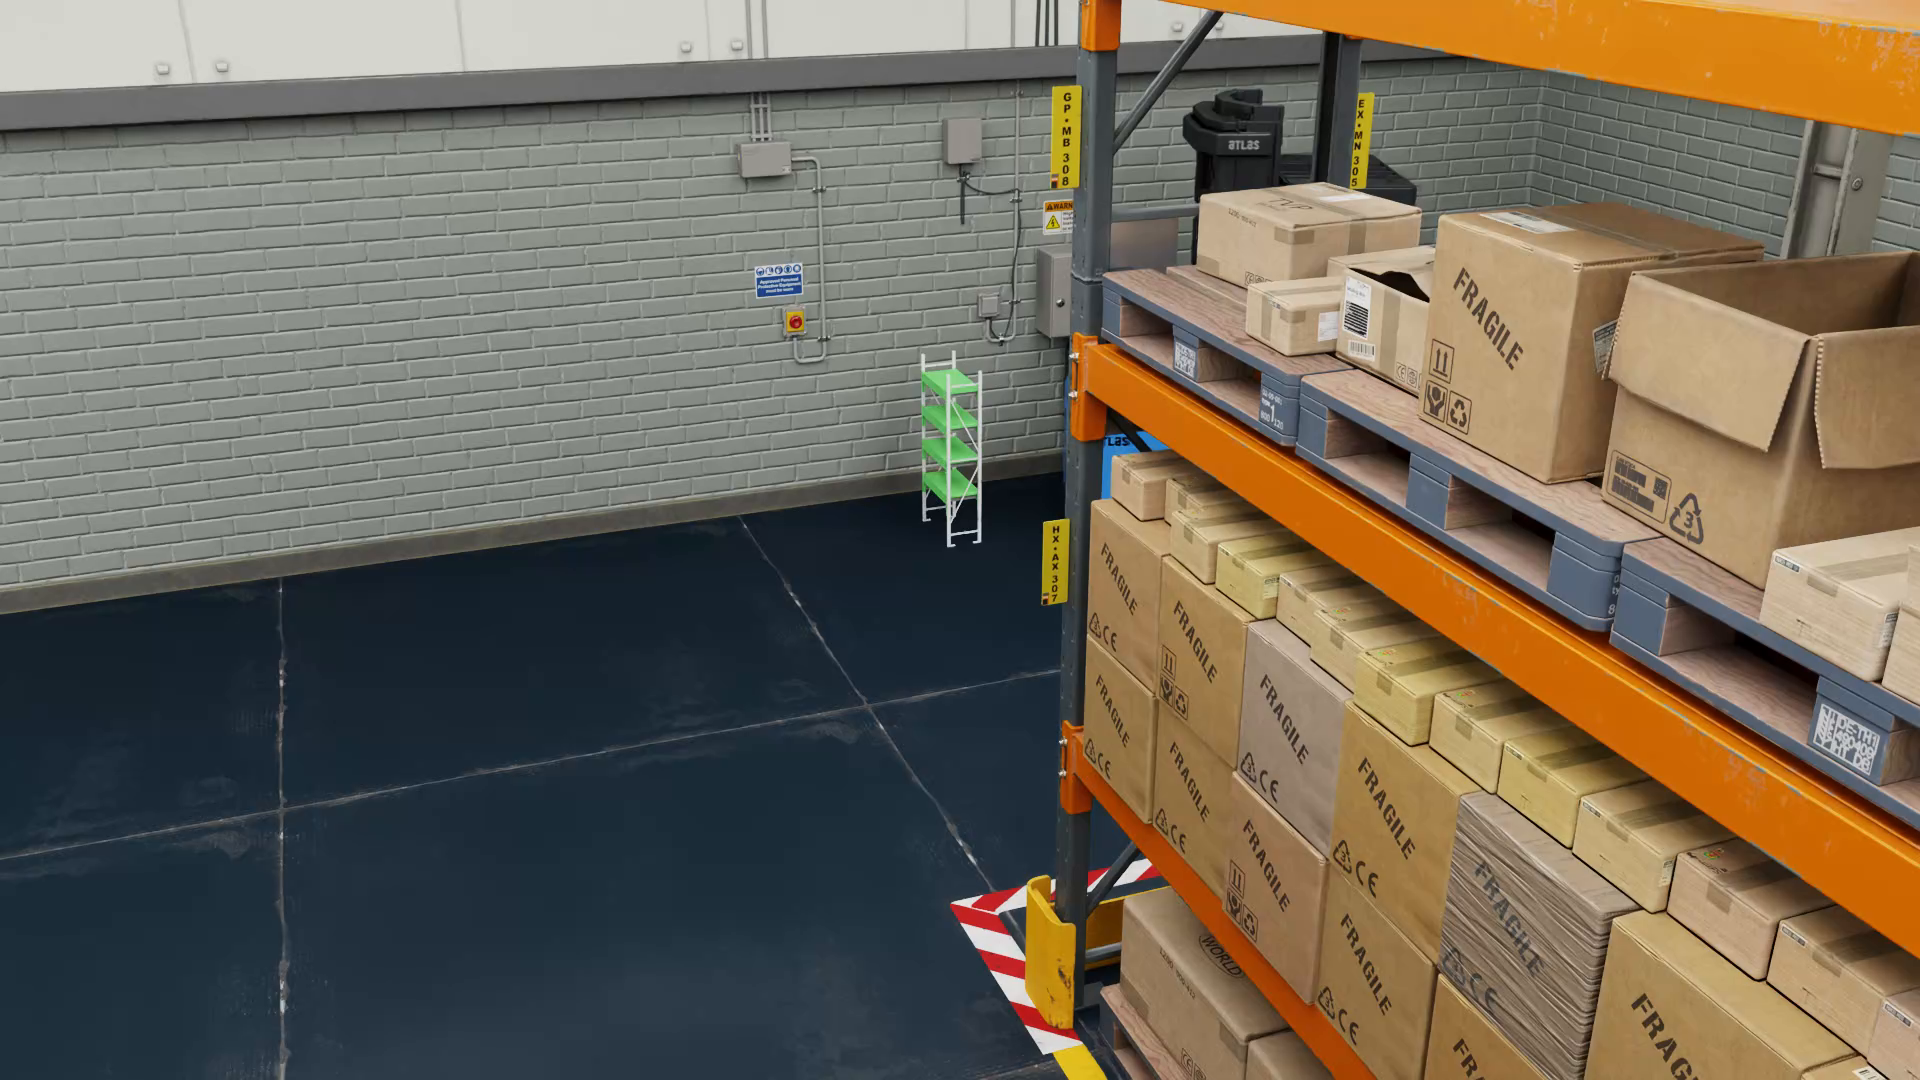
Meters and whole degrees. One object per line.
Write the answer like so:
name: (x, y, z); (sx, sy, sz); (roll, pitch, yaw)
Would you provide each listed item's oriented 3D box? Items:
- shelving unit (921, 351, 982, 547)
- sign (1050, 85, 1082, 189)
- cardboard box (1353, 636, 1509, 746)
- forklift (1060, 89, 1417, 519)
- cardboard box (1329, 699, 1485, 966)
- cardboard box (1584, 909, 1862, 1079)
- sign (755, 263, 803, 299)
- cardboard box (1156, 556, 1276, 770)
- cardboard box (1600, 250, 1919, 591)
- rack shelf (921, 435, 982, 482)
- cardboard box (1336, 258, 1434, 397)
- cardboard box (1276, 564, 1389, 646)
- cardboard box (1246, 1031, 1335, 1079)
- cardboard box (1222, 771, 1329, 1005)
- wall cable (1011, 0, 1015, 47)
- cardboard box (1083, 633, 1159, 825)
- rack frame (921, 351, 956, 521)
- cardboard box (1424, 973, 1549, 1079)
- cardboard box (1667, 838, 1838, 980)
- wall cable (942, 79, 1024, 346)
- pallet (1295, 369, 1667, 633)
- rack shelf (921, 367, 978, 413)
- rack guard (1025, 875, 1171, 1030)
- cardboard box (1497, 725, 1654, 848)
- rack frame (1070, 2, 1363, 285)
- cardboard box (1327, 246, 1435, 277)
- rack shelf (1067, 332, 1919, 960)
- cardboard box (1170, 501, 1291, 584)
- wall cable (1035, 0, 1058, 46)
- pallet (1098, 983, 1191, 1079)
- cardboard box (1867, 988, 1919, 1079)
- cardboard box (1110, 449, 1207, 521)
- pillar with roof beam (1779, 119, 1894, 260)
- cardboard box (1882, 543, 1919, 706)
shelving unit: (-0.059, -0.613, 11.160); (0.258, 1.200, 0.503); (-8, 24, -19)
sign: (0.344, -1.305, 5.396); (0.100, 0.325, 0.005); (-8, 24, -19)
cardboard box: (1.240, 0.373, 4.253); (0.380, 0.149, 0.250); (-9, 24, -20)
forklift: (2.216, -1.324, 10.617); (3.031, 2.935, 1.130); (0, 23, -1)
cardboard box: (1.323, 0.703, 4.305); (0.500, 0.500, 0.500); (-8, 24, -19)
cardboard box: (1.681, 1.070, 3.434); (0.500, 0.500, 0.500); (-9, 24, -20)
sign: (-1.216, -1.744, 11.177); (0.327, 0.218, 0.001); (-8, 24, -19)
cardboard box: (0.957, 0.336, 5.176); (0.500, 0.500, 0.500); (-9, 24, -20)
cardboard box: (1.772, -0.259, 3.339); (0.797, 0.503, 0.637); (-6, 24, -15)
rack shelf: (-0.059, -0.554, 11.184); (0.258, 0.148, 0.480); (-8, 24, -19)
cardboard box: (1.347, -0.588, 4.366); (0.500, 0.311, 0.500); (-8, 24, -18)
cardboard box: (1.127, 0.180, 4.709); (0.380, 0.149, 0.250); (-8, 24, -18)
cardboard box: (1.523, 1.987, 5.432); (0.875, 0.438, 0.875); (-8, 24, -18)
cardboard box: (1.134, 0.977, 4.941); (0.500, 0.500, 0.500); (-8, 24, -19)
wall cable: (-0.703, -4.453, 10.228); (2.355, 3.000, 0.029); (-8, 24, -19)
cardboard box: (0.766, 0.610, 5.812); (0.500, 0.500, 0.500); (-9, 24, -19)
rack frame: (-0.145, -0.702, 11.370); (0.240, 1.200, 0.015); (-8, 24, -19)
cardboard box: (1.497, 1.349, 4.058); (0.500, 0.500, 0.500); (-9, 24, -20)
cardboard box: (1.695, 0.729, 3.406); (0.380, 0.149, 0.250); (-9, 24, -19)
wall cable: (0.174, -2.270, 11.467); (0.588, 1.984, 0.122); (-8, 24, -19)
pallet: (1.572, -0.187, 4.084); (1.003, 0.211, 1.213); (-8, 24, -19)
rack shelf: (-0.059, -0.996, 10.998); (0.258, 0.148, 0.480); (-8, 24, -19)
rack guard: (0.857, 1.585, 6.845); (1.175, 0.500, 0.348); (-8, 24, -19)
cardboard box: (1.479, 0.548, 3.836); (0.380, 0.149, 0.250); (-9, 24, -20)
rack frame: (0.865, -2.322, 5.174); (1.000, 3.000, 0.127); (-8, 24, -19)
cardboard box: (1.331, -0.771, 5.010); (0.380, 0.149, 0.250); (-10, 25, -23)
rack shelf: (1.572, 0.118, 4.172); (1.077, 0.370, 4.000); (-8, 24, -19)
cardboard box: (0.875, -0.001, 5.139); (0.380, 0.149, 0.250); (-8, 24, -17)
wall cable: (1.916, -4.839, 11.095); (2.988, 3.039, 0.133); (-8, 24, -19)
pallet: (1.221, 2.007, 6.217); (1.003, 0.211, 1.213); (-8, 24, -19)
cardboard box: (1.880, 0.911, 2.976); (0.380, 0.149, 0.250); (-8, 24, -18)
cardboard box: (0.732, -0.197, 5.603); (0.380, 0.149, 0.250); (-8, 24, -18)
pillar with roof beam: (1.371, -3.517, 8.009); (9.100, 9.000, 0.400); (-8, 24, -19)
cardboard box: (1.753, 0.147, 2.680); (0.396, 0.266, 0.258); (-8, 24, -17)
